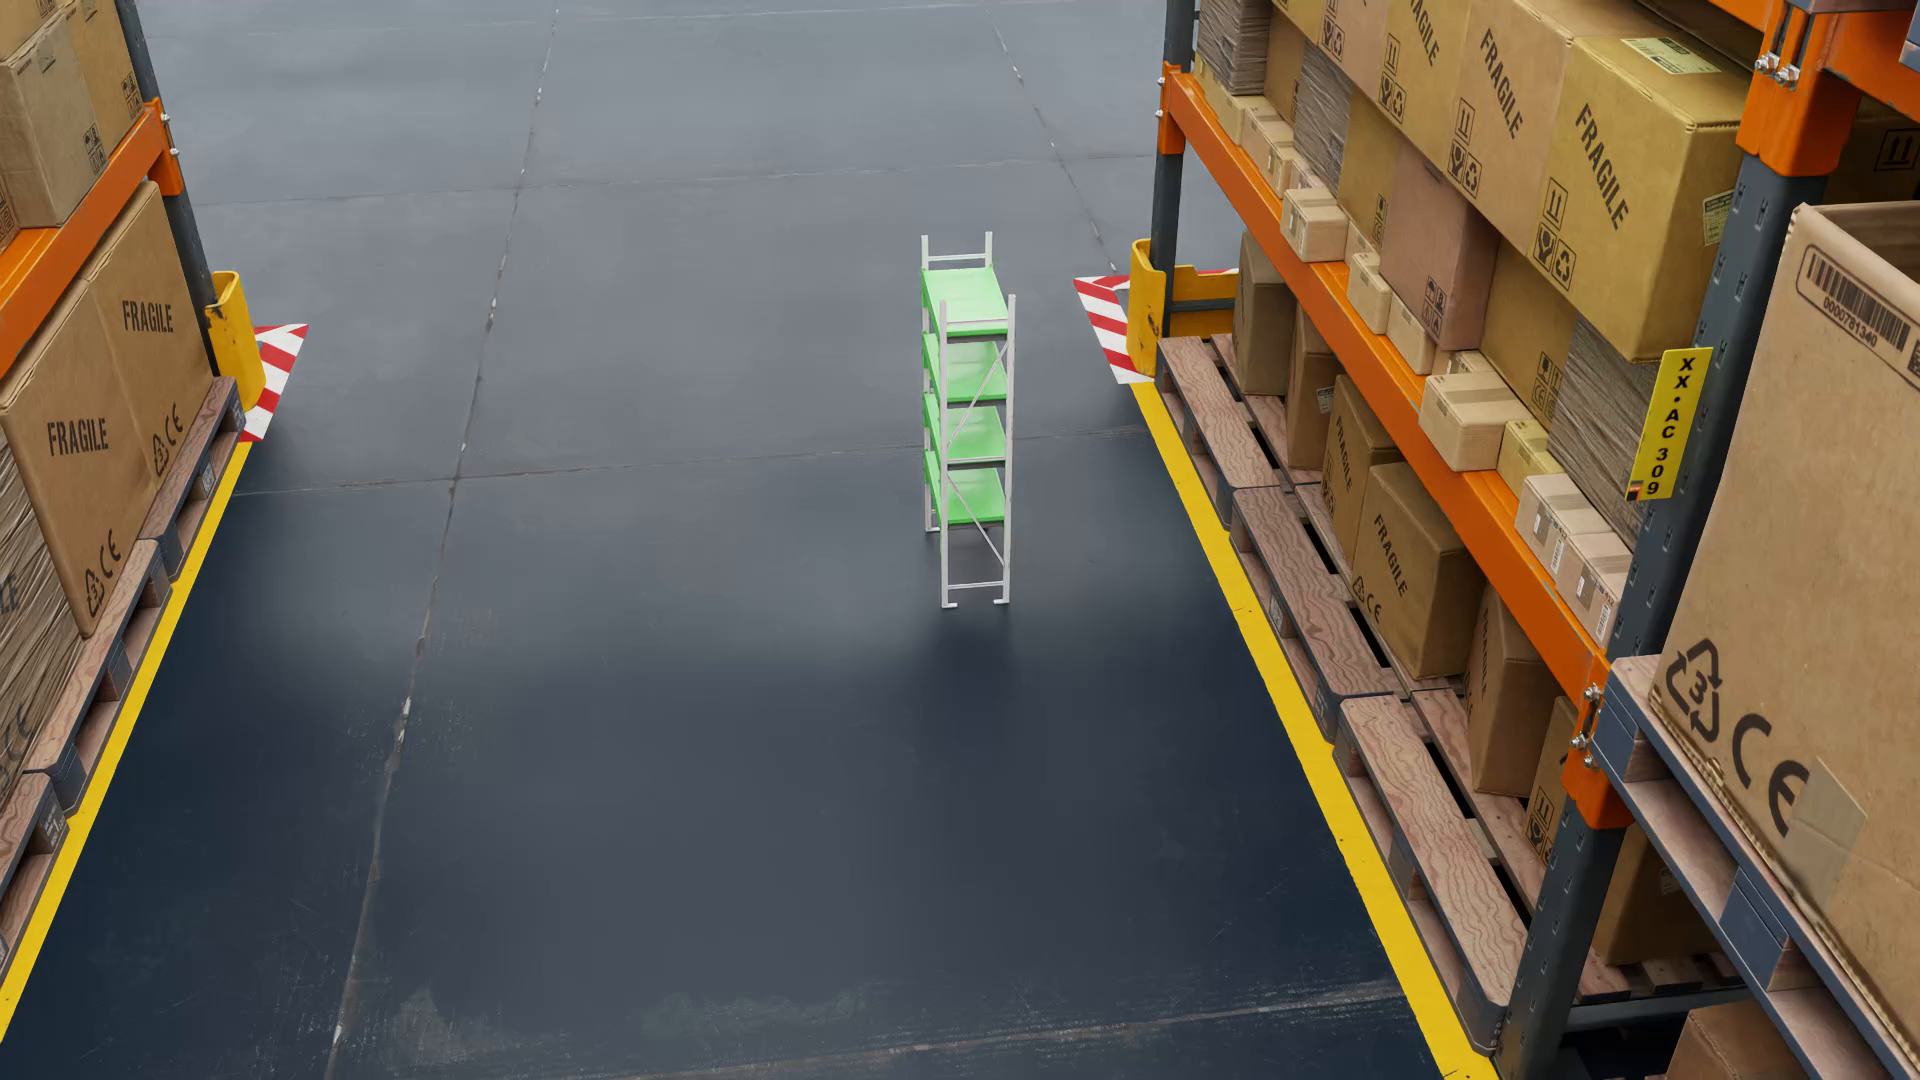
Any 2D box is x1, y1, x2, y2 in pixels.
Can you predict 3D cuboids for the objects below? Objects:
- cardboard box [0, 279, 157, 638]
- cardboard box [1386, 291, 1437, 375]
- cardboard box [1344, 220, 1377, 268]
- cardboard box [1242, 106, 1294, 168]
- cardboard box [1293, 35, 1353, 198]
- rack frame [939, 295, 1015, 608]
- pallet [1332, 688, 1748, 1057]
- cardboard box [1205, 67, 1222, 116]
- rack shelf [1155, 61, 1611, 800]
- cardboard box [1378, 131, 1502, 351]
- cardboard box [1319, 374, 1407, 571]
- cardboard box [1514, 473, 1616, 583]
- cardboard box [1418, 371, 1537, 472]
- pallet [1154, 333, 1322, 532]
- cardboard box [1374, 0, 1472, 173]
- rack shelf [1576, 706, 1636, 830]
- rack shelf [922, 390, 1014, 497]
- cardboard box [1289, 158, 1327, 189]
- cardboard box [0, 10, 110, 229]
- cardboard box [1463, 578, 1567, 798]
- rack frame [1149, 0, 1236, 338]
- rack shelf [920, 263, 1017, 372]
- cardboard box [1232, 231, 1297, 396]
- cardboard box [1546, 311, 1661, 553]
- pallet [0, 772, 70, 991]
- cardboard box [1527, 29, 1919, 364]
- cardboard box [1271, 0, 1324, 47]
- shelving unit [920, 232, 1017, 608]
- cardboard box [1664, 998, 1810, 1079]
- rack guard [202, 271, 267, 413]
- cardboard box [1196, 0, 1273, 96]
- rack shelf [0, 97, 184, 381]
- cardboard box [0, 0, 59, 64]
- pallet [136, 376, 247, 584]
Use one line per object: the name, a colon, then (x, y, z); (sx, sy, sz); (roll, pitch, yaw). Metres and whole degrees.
cardboard box: (-3.316, -0.246, 5.462); (0.875, 0.875, 0.875); (-5, 35, -7)
cardboard box: (1.434, -0.597, 4.686); (0.380, 0.149, 0.250); (-4, 35, -6)
cardboard box: (1.408, -0.880, 5.100); (0.380, 0.149, 0.250); (-4, 35, -6)
cardboard box: (1.225, -1.434, 5.914); (0.380, 0.149, 0.250); (-4, 35, -6)
cardboard box: (1.593, -1.437, 5.343); (0.875, 0.500, 0.500); (-4, 35, -6)
rack frame: (0.055, -0.267, 5.577); (0.240, 1.200, 0.015); (-4, 35, -6)
pallet: (1.748, 0.878, 4.774); (1.003, 0.211, 1.213); (-4, 35, -6)
cardboard box: (1.152, -1.713, 6.322); (0.380, 0.149, 0.250); (-4, 35, -6)
rack shelf: (1.604, -0.721, 5.283); (1.077, 0.370, 4.000); (-4, 35, -6)
cardboard box: (1.675, -0.875, 4.518); (0.875, 0.500, 0.500); (-4, 35, -6)
cardboard box: (1.582, -0.243, 5.790); (0.500, 0.500, 0.500); (-1, 34, -2)
cardboard box: (1.529, -0.036, 3.863); (0.380, 0.149, 0.250); (-4, 35, -6)
cardboard box: (1.411, -0.312, 4.267); (0.380, 0.149, 0.250); (-4, 35, -6)
pallet: (1.420, -0.484, 6.772); (1.003, 0.211, 1.213); (-4, 35, -6)
cardboard box: (1.405, -1.268, 4.206); (0.500, 0.500, 0.500); (-4, 35, -6)
rack shelf: (2.142, 1.511, 2.008); (1.077, 0.370, 4.000); (-4, 35, -6)
rack shelf: (0.022, -0.351, 5.813); (0.258, 0.148, 0.480); (-4, 35, -6)
cardboard box: (1.312, -1.156, 5.506); (0.380, 0.149, 0.250); (-4, 35, -6)
cardboard box: (-3.403, -1.368, 5.461); (0.875, 0.550, 0.550); (-4, 35, -6)
cardboard box: (1.774, 0.412, 4.829); (0.500, 0.500, 0.500); (6, 35, 9)
rack frame: (1.335, -2.134, 6.718); (1.000, 3.000, 0.127); (-4, 35, -6)
rack shelf: (0.022, -0.747, 5.542); (0.258, 0.148, 0.480); (-4, 35, -6)
cardboard box: (1.403, -0.925, 6.791); (0.500, 0.500, 0.500); (2, 34, 2)
cardboard box: (1.874, -0.322, 3.706); (0.875, 0.500, 0.500); (-4, 35, -6)
pallet: (-3.080, 1.139, 4.391); (1.003, 0.211, 1.213); (-4, 35, -6)
cardboard box: (1.540, -0.710, 3.387); (0.500, 0.500, 0.500); (-4, 35, -6)
cardboard box: (1.268, -1.826, 5.025); (0.500, 0.500, 0.500); (-4, 35, -6)
shelving unit: (0.022, -0.403, 5.777); (0.258, 1.200, 0.503); (-4, 35, -6)
cardboard box: (1.934, 1.293, 3.518); (0.700, 0.500, 0.500); (-7, 35, -10)
rack guard: (-3.597, -0.796, 6.974); (1.175, 0.500, 0.348); (-4, 35, -6)
cardboard box: (1.382, -1.990, 6.153); (0.875, 0.500, 0.500); (-4, 35, -6)
rack shelf: (-3.324, -0.402, 4.815); (1.077, 0.370, 4.000); (-4, 35, -6)
cardboard box: (-3.416, -1.813, 5.155); (0.875, 0.550, 0.550); (-4, 35, -6)
pallet: (-3.408, -0.223, 6.389); (1.003, 0.211, 1.213); (-4, 35, -6)
